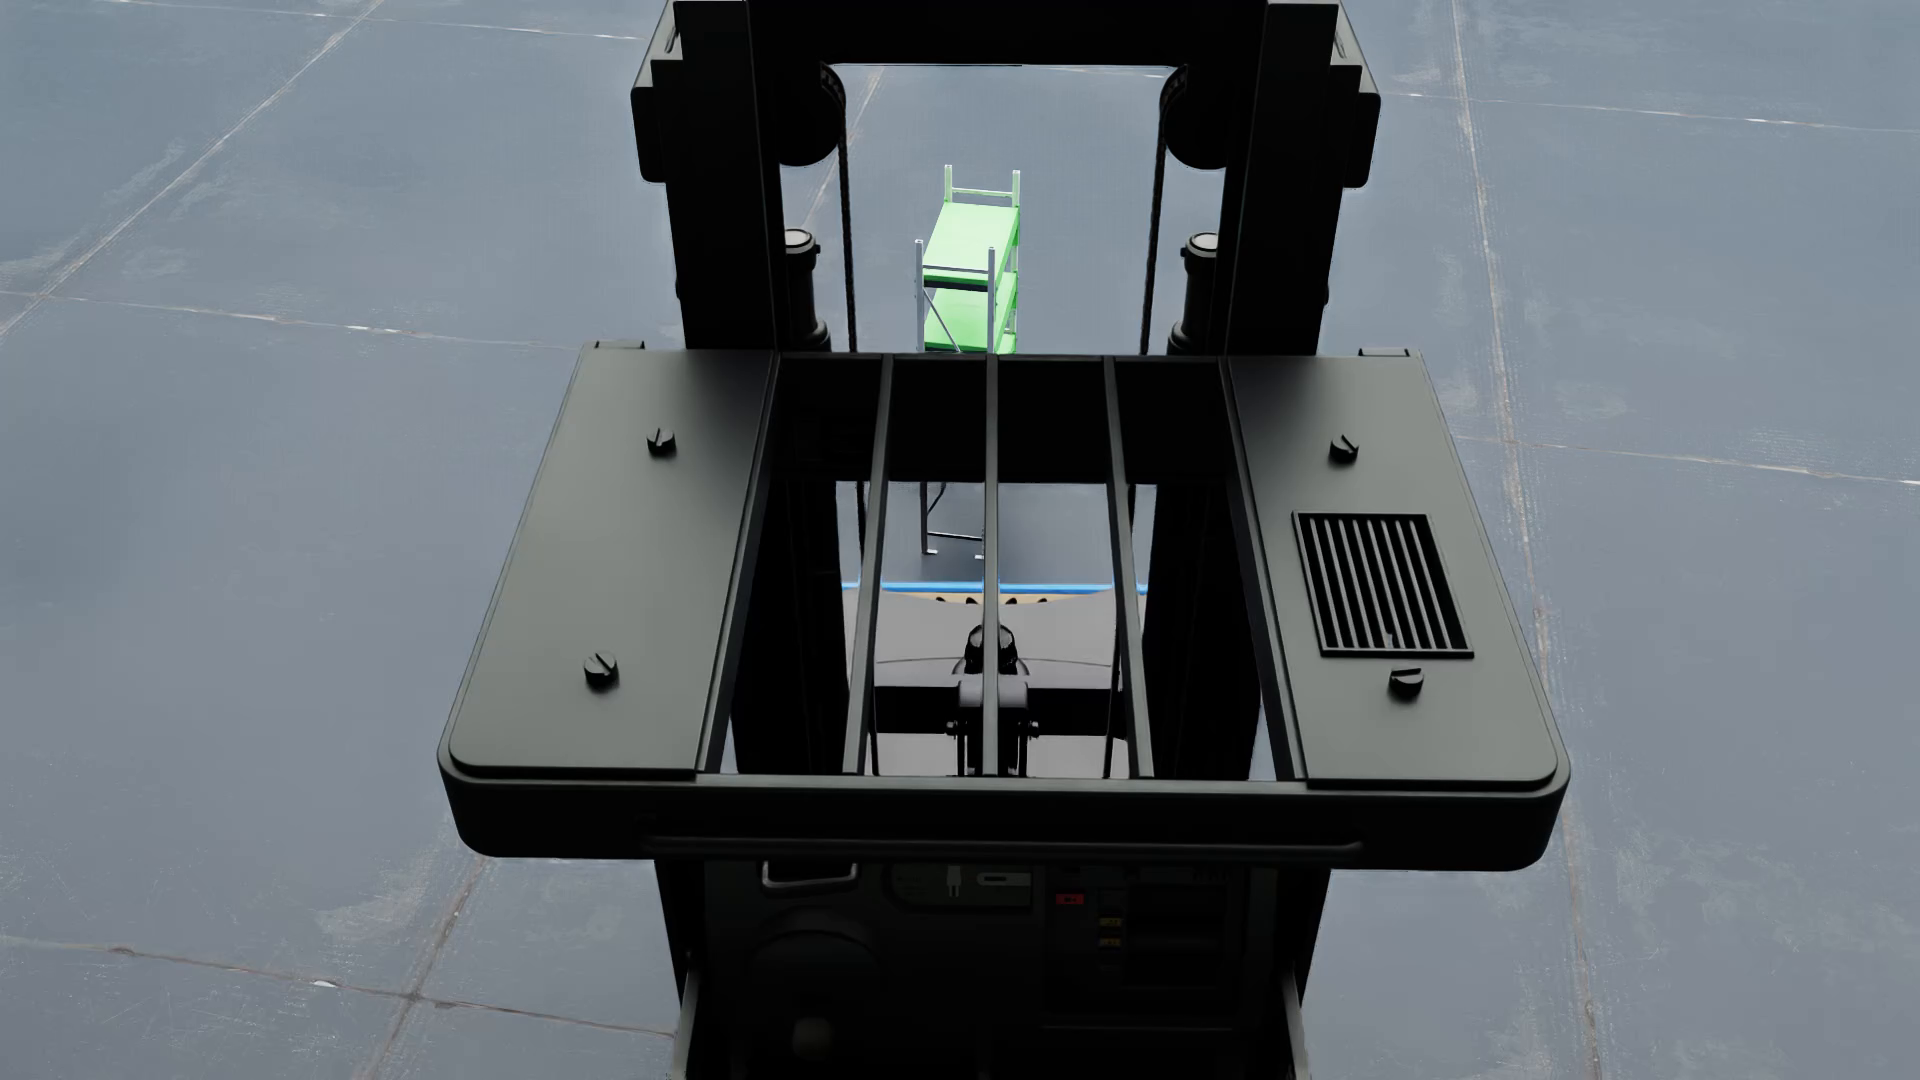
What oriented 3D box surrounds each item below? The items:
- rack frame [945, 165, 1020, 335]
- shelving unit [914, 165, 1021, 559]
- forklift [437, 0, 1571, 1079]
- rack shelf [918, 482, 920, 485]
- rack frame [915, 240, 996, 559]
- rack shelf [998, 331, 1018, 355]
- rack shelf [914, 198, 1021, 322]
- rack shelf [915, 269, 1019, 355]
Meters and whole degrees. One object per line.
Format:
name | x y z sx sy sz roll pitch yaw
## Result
rack frame | 0.071 -0.719 5.679 0.240 1.200 0.015 6 40 8
shelving unit | 0.029 -0.566 5.493 0.258 1.200 0.503 6 40 8
forklift | 0.047 0.732 2.564 1.130 2.935 3.031 1 40 1
rack shelf | 0.029 -0.332 5.687 0.258 0.148 0.480 6 40 8
rack frame | -0.014 -0.413 5.308 0.240 1.200 0.015 6 40 8
rack shelf | 0.029 -0.517 5.534 0.258 0.148 0.480 6 40 8
rack shelf | 0.029 -0.887 5.228 0.258 0.148 0.480 6 40 8
rack shelf | 0.029 -0.702 5.381 0.258 0.148 0.480 6 40 8
